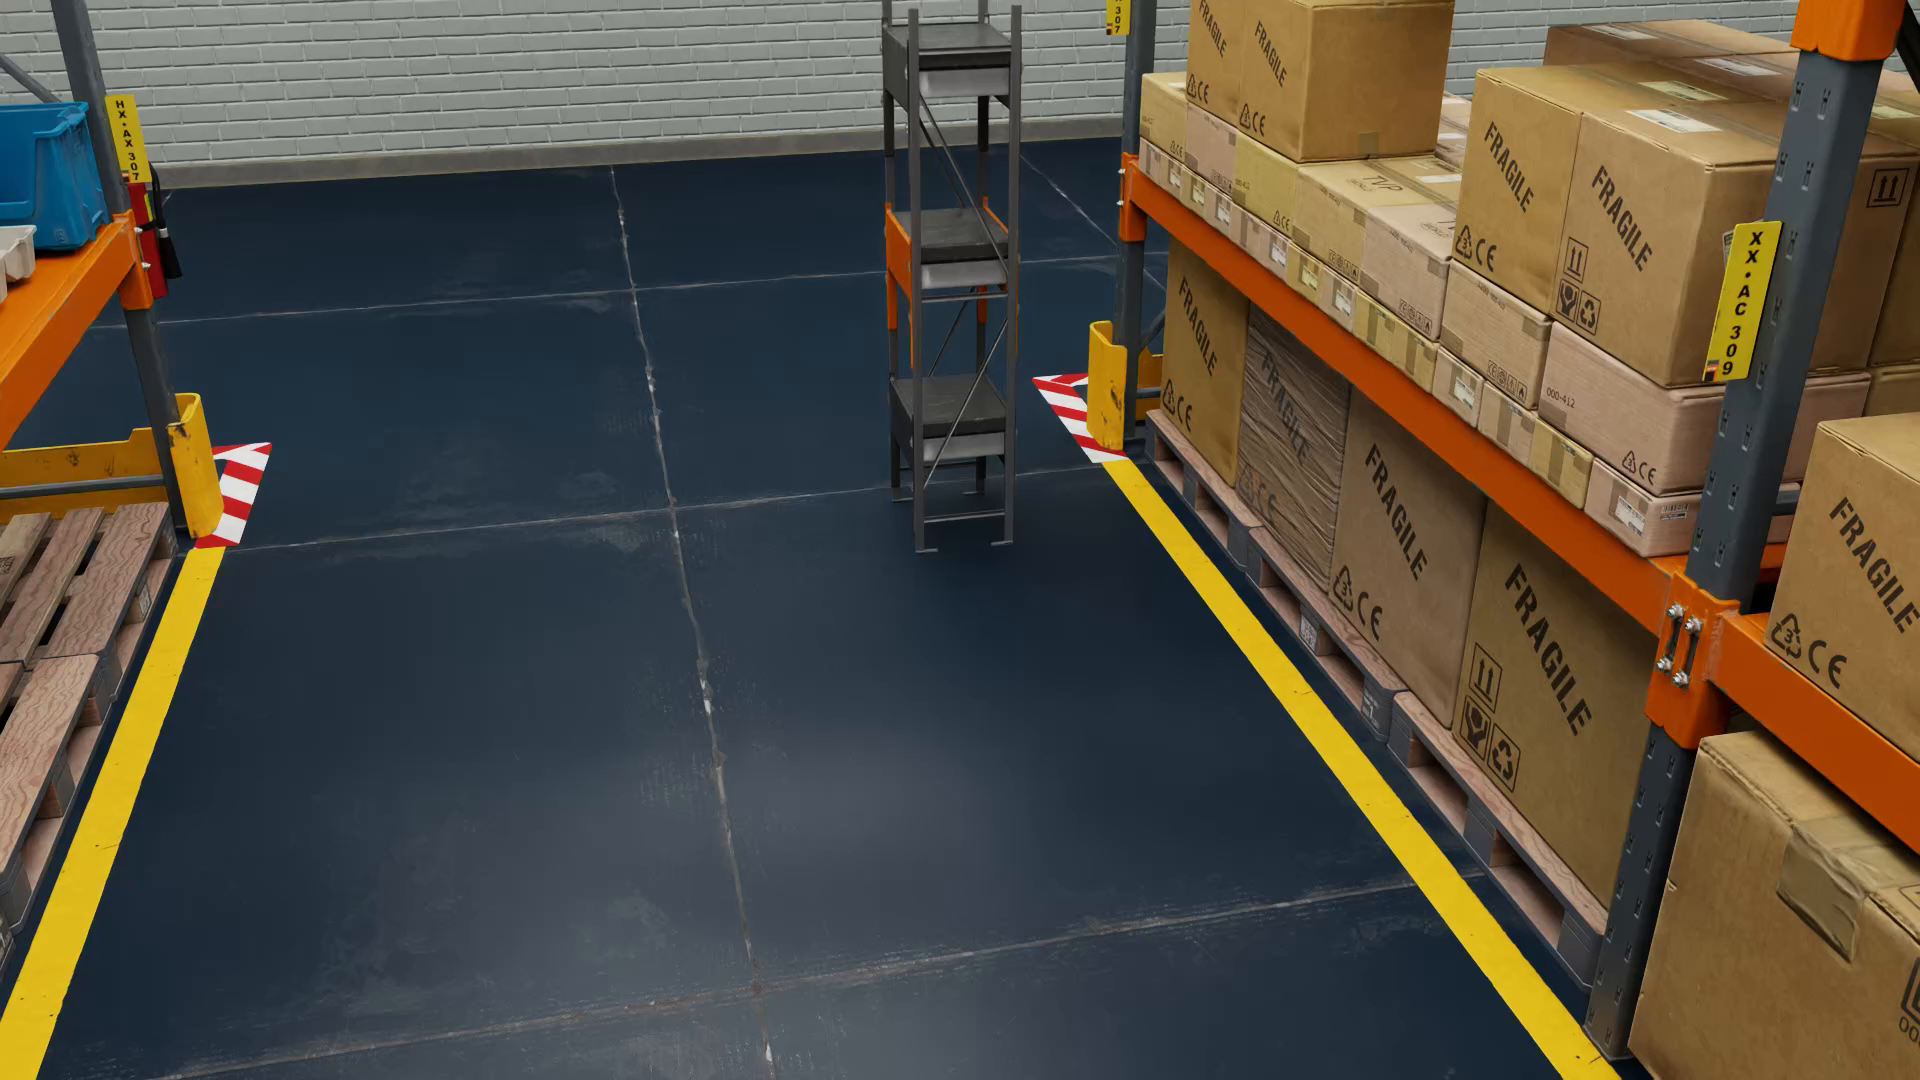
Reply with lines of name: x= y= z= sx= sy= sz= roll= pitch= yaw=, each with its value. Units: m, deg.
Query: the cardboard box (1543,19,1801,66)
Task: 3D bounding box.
cardboard box: x=2.010 y=-1.188 z=4.779 sx=0.500 sy=0.500 sz=0.500 roll=-7 pitch=28 yaw=-13

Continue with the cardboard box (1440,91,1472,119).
cardboard box: x=1.674 y=-1.520 z=6.268 sx=0.500 sy=0.250 sz=0.500 roll=-6 pitch=27 yaw=-12

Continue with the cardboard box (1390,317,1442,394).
cardboard box: x=1.473 y=-0.546 z=4.783 sx=0.380 sy=0.149 sz=0.250 roll=-5 pitch=27 yaw=-11

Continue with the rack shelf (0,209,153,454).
rack shelf: x=-3.183 y=-0.160 z=4.537 sx=1.077 sy=0.370 sz=4.000 roll=-6 pitch=27 yaw=-12

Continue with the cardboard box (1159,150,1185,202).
cardboard box: x=1.010 y=-1.448 z=6.569 sx=0.380 sy=0.149 sz=0.250 roll=-6 pitch=27 yaw=-12

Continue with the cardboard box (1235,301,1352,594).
cardboard box: x=1.619 y=-0.429 z=6.163 sx=0.875 sy=0.875 sz=0.875 roll=-6 pitch=27 yaw=-12

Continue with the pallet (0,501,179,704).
pallet: x=-3.485 y=0.252 z=6.017 sx=1.003 sy=0.211 sz=1.213 roll=-6 pitch=27 yaw=-12

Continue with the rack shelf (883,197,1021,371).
rack shelf: x=-0.037 y=-0.998 z=6.427 sx=0.431 sy=0.518 sz=0.480 roll=-6 pitch=27 yaw=-12

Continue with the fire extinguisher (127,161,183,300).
fire extinguisher: x=-3.225 y=-1.271 z=6.438 sx=0.296 sy=0.674 sz=0.183 roll=-6 pitch=27 yaw=-12

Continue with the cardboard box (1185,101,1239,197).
cardboard box: x=1.161 y=-1.462 z=6.155 sx=0.500 sy=0.250 sz=0.500 roll=-6 pitch=27 yaw=-12

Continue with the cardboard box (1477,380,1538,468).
cardboard box: x=1.590 y=-0.320 z=4.335 sx=0.380 sy=0.149 sz=0.250 roll=-6 pitch=27 yaw=-12

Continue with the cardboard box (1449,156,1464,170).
cardboard box: x=1.910 y=-1.068 z=5.373 sx=0.500 sy=0.250 sz=0.500 roll=-6 pitch=27 yaw=-12

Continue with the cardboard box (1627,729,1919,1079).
cardboard box: x=2.257 y=0.934 z=3.463 sx=1.225 sy=0.875 sz=0.875 roll=-6 pitch=27 yaw=-11

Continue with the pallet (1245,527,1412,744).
pallet: x=1.720 y=0.260 z=6.000 sx=1.003 sy=0.211 sz=1.213 roll=-6 pitch=27 yaw=-12

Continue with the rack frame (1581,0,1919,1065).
rack frame: x=2.094 y=-0.106 z=3.632 sx=1.000 sy=3.000 sz=0.127 roll=-6 pitch=27 yaw=-12

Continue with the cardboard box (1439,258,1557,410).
cardboard box: x=1.619 y=-0.566 z=4.379 sx=0.500 sy=0.250 sz=0.500 roll=-5 pitch=27 yaw=-10

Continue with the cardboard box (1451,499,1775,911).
cardboard box: x=2.023 y=0.357 z=4.606 sx=0.875 sy=0.875 sz=0.875 roll=-6 pitch=27 yaw=-12

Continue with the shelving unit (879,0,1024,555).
shelving unit: x=-0.037 y=-1.010 z=6.421 sx=0.431 sy=2.100 sz=0.503 roll=-6 pitch=27 yaw=-12

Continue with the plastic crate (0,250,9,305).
plastic crate: x=-3.222 y=-0.800 z=5.232 sx=0.396 sy=0.136 sz=0.243 roll=-6 pitch=27 yaw=-12

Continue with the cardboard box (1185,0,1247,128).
cardboard box: x=1.150 y=-1.805 z=6.002 sx=0.500 sy=0.500 sz=0.500 roll=-7 pitch=28 yaw=-13

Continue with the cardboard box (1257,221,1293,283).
cardboard box: x=1.243 y=-0.997 z=5.674 sx=0.380 sy=0.149 sz=0.250 roll=-6 pitch=27 yaw=-12

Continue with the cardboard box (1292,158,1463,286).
cardboard box: x=1.393 y=-1.013 z=5.264 sx=0.500 sy=0.250 sz=0.500 roll=-6 pitch=27 yaw=-13

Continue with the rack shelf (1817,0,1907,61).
rack shelf: x=2.544 y=-0.246 z=1.378 sx=1.077 sy=0.370 sz=4.000 roll=-6 pitch=27 yaw=-12

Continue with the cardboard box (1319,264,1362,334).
cardboard box: x=1.359 y=-0.771 z=5.227 sx=0.380 sy=0.149 sz=0.250 roll=-6 pitch=27 yaw=-11

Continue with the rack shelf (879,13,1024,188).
rack shelf: x=-0.037 y=-1.623 z=6.112 sx=0.431 sy=0.518 sz=0.480 roll=-6 pitch=27 yaw=-12

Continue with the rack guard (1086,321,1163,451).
rack guard: x=1.187 y=-0.757 z=7.695 sx=1.175 sy=0.500 sz=0.348 roll=-6 pitch=27 yaw=-12

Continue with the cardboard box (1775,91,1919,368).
cardboard box: x=2.235 y=-0.743 z=3.897 sx=0.500 sy=0.500 sz=0.500 roll=-6 pitch=27 yaw=-12

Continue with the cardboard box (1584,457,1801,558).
cardboard box: x=1.706 y=-0.095 z=3.887 sx=0.380 sy=0.149 sz=0.250 roll=-6 pitch=27 yaw=-11

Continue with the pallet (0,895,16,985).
pallet: x=-2.935 y=1.323 z=3.895 sx=1.003 sy=0.211 sz=1.213 roll=-6 pitch=27 yaw=-12

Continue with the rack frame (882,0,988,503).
rack frame: x=-0.092 y=-1.117 z=6.633 sx=0.400 sy=2.100 sz=0.015 roll=-6 pitch=27 yaw=-12

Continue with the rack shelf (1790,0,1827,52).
rack shelf: x=1.643 y=-2.002 z=4.857 sx=1.077 sy=0.370 sz=4.000 roll=-6 pitch=27 yaw=-12

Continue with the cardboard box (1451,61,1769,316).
cardboard box: x=1.621 y=-0.902 z=4.212 sx=0.500 sy=0.500 sz=0.500 roll=-6 pitch=27 yaw=-11

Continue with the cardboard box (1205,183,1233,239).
cardboard box: x=1.128 y=-1.222 z=6.120 sx=0.380 sy=0.149 sz=0.250 roll=-6 pitch=27 yaw=-12

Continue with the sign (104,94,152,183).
sign: x=-3.101 y=-1.495 z=6.202 sx=0.100 sy=0.325 sz=0.005 roll=-6 pitch=27 yaw=-12
